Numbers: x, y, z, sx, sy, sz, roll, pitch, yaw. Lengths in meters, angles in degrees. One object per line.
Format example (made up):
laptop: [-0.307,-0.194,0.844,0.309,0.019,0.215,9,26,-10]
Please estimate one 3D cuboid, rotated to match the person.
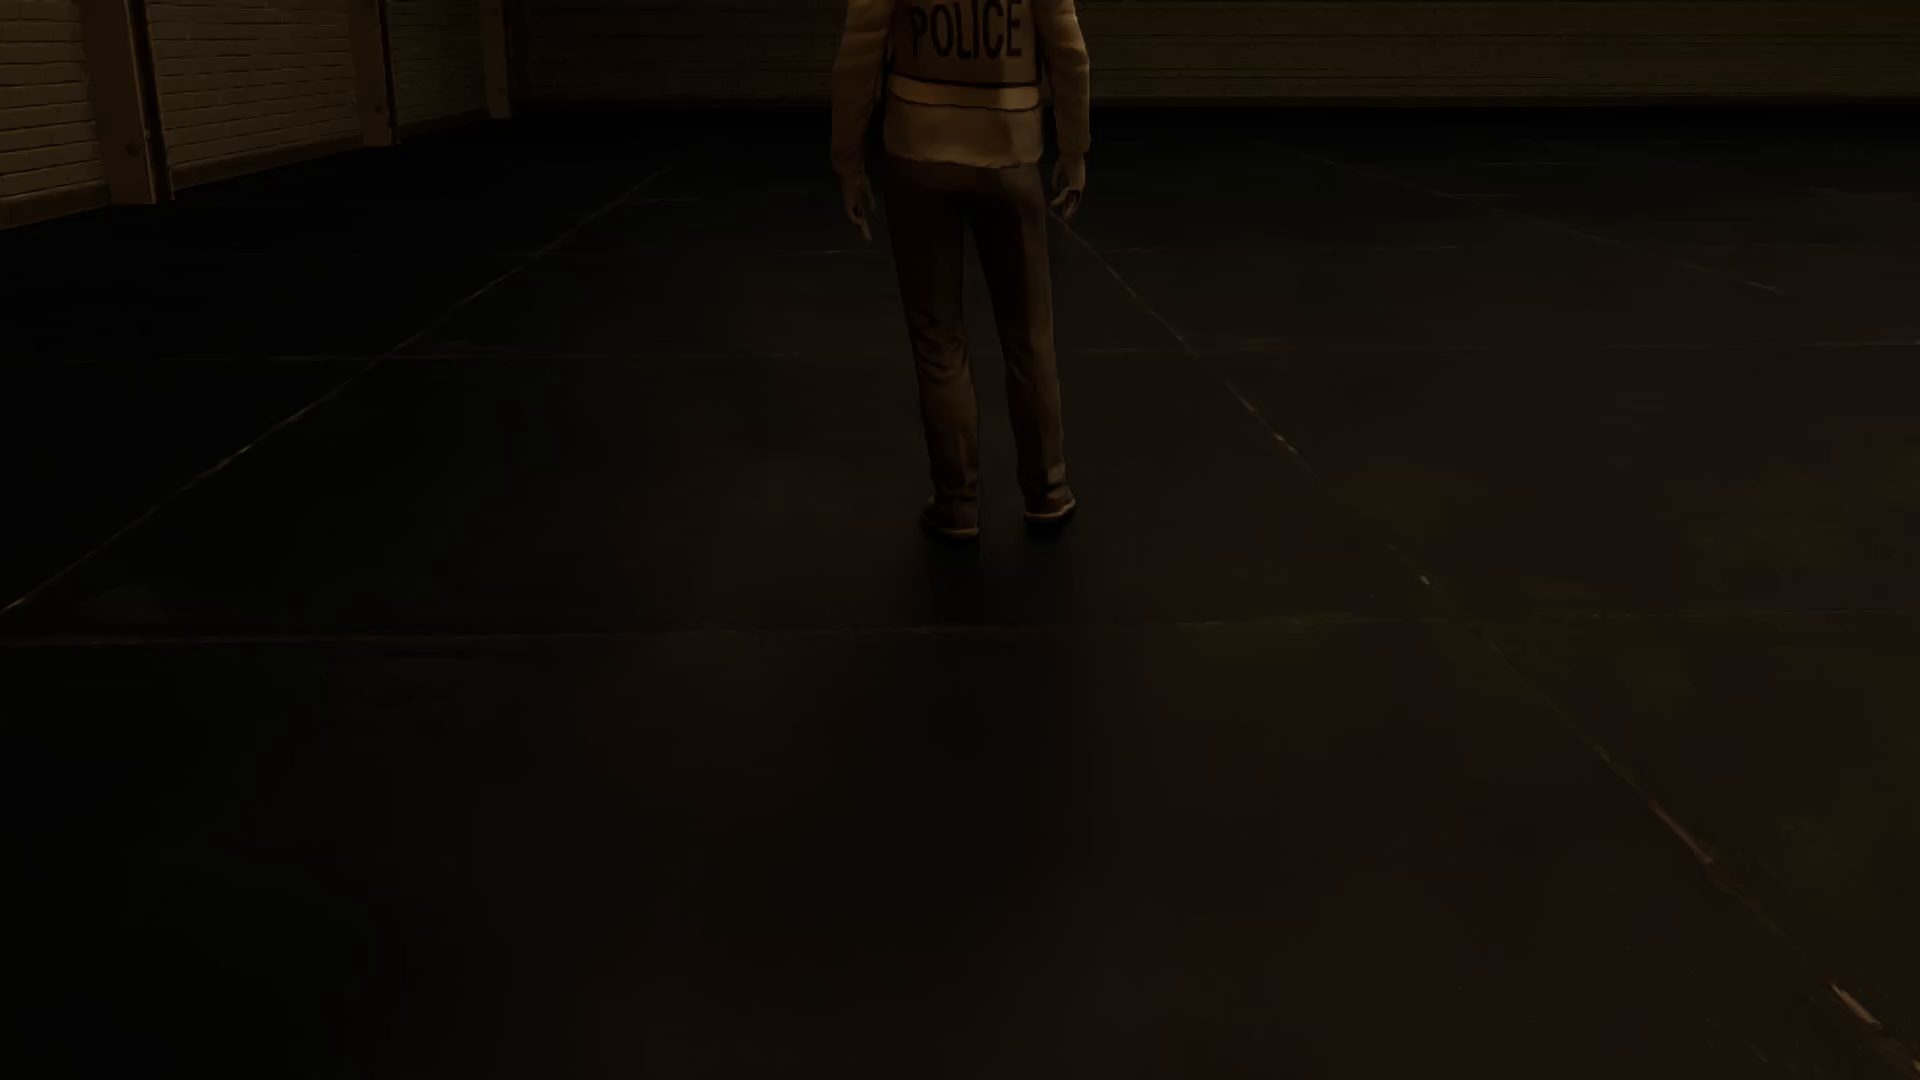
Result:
person: [0.004,-0.837,3.733,0.586,1.695,0.532,-1,17,-3]
